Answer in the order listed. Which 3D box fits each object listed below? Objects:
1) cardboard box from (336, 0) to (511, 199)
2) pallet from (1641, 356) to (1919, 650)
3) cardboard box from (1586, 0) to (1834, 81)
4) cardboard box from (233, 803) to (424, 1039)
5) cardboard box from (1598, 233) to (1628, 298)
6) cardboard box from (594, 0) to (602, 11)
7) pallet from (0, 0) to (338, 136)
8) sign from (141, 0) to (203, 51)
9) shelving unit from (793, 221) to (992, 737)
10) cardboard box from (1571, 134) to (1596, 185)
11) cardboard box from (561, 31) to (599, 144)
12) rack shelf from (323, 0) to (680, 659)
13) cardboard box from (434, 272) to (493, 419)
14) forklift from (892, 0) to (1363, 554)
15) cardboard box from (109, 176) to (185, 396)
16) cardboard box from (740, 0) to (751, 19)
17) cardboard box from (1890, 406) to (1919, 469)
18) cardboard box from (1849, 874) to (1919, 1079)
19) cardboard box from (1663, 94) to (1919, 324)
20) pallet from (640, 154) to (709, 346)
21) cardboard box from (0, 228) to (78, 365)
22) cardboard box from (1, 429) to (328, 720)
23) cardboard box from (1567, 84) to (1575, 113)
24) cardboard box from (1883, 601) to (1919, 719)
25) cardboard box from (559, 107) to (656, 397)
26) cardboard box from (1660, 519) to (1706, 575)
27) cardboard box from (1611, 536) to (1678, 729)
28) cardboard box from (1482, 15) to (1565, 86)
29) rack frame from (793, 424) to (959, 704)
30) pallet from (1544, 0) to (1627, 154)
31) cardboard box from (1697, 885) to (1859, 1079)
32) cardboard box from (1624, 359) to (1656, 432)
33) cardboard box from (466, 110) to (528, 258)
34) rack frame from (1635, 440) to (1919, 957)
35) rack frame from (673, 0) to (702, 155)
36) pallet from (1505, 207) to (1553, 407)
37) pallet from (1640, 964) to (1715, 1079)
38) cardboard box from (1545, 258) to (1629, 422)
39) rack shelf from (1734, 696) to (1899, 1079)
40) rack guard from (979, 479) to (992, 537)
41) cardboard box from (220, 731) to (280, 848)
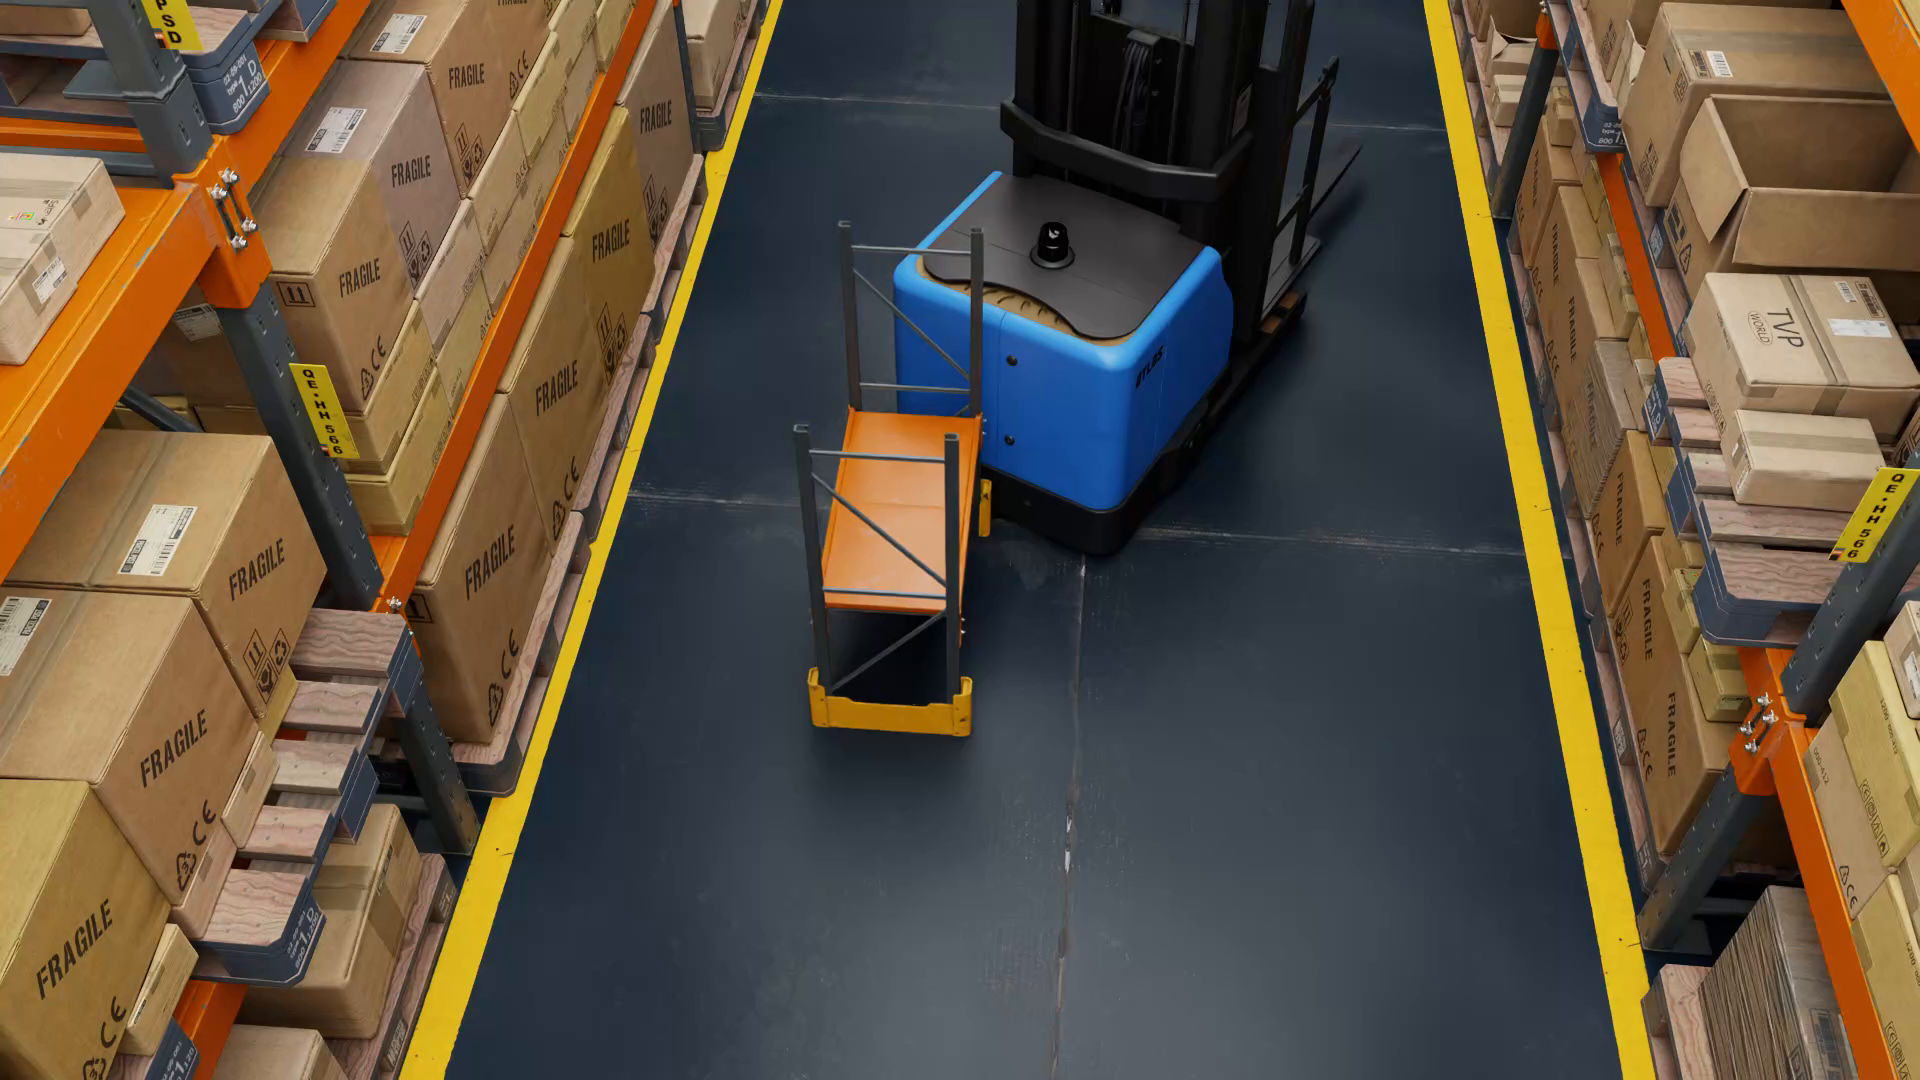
[{"bbox_3d":[-1.794,-1.456,5.303,0.500,0.500,0.500,5,48,5],"label":"cardboard box"},{"bbox_3d":[2.754,-0.101,4.940,1.213,0.211,1.003,4,48,4],"label":"pallet"},{"bbox_3d":[2.813,-2.057,6.246,0.700,0.500,0.500,4,48,4],"label":"cardboard box"},{"bbox_3d":[-2.242,1.165,5.148,0.950,0.372,0.625,1,48,1],"label":"cardboard box"},{"bbox_3d":[2.798,-1.092,6.686,0.380,0.149,0.250,4,48,3],"label":"cardboard box"},{"bbox_3d":[-1.653,-2.344,6.624,0.500,0.250,0.500,5,48,4],"label":"cardboard box"},{"bbox_3d":[-2.175,-1.420,4.111,1.213,0.211,1.003,6,48,5],"label":"pallet"},{"bbox_3d":[-1.641,-1.143,3.380,0.100,0.325,0.005,4,48,4],"label":"sign"},{"bbox_3d":[-0.210,-0.199,5.916,0.587,1.500,1.083,4,48,3],"label":"shelving unit"},{"bbox_3d":[2.881,-1.665,7.210,0.380,0.149,0.250,3,48,2],"label":"cardboard box"},{"bbox_3d":[-1.719,-1.793,6.459,0.500,0.250,0.500,3,48,2],"label":"cardboard box"},{"bbox_3d":[-1.999,-1.221,6.322,1.077,0.370,4.000,4,48,4],"label":"rack shelf"},{"bbox_3d":[-1.857,-0.665,5.427,0.500,0.250,0.500,3,48,2],"label":"cardboard box"},{"bbox_3d":[0.929,-2.009,6.601,1.130,2.935,3.031,24,52,21],"label":"forklift"},{"bbox_3d":[-2.394,-0.763,4.670,0.500,0.500,0.500,3,48,2],"label":"cardboard box"},{"bbox_3d":[-1.571,-3.323,9.208,0.875,0.438,0.875,3,48,2],"label":"cardboard box"},{"bbox_3d":[2.965,-0.206,4.554,0.500,0.500,0.500,6,48,5],"label":"cardboard box"},{"bbox_3d":[2.428,1.066,3.844,0.500,0.250,0.500,3,48,3],"label":"cardboard box"},{"bbox_3d":[2.727,-1.052,5.325,0.797,0.503,0.637,3,48,3],"label":"cardboard box"},{"bbox_3d":[-1.812,-1.420,7.906,1.003,0.211,1.213,4,48,4],"label":"pallet"},{"bbox_3d":[-2.015,-0.493,3.306,0.380,0.149,0.250,4,48,4],"label":"cardboard box"},{"bbox_3d":[-1.946,0.083,4.088,0.500,0.500,0.500,3,48,2],"label":"cardboard box"},{"bbox_3d":[2.890,-1.970,7.287,0.380,0.149,0.250,3,48,3],"label":"cardboard box"},{"bbox_3d":[2.440,0.298,3.937,0.380,0.149,0.250,5,48,5],"label":"cardboard box"},{"bbox_3d":[-1.868,-1.233,7.000,0.875,0.875,0.875,5,48,5],"label":"cardboard box"},{"bbox_3d":[2.617,0.047,5.644,0.380,0.149,0.250,2,48,2],"label":"cardboard box"},{"bbox_3d":[2.643,0.346,5.810,0.500,0.500,0.500,3,48,3],"label":"cardboard box"},{"bbox_3d":[2.918,-2.513,8.584,0.396,0.266,0.258,5,48,5],"label":"cardboard box"},{"bbox_3d":[-0.253,0.181,5.568,0.500,1.500,0.032,4,48,3],"label":"rack frame"},{"bbox_3d":[2.945,-1.958,6.638,1.003,0.211,1.213,4,48,4],"label":"pallet"},{"bbox_3d":[2.692,1.454,4.712,0.875,0.625,0.625,5,48,5],"label":"cardboard box"},{"bbox_3d":[2.704,-0.533,6.174,0.380,0.149,0.250,2,48,2],"label":"cardboard box"},{"bbox_3d":[-1.783,-1.213,5.590,0.500,0.250,0.500,4,48,3],"label":"cardboard box"},{"bbox_3d":[2.762,0.337,4.409,1.000,3.000,0.127,4,48,4],"label":"rack frame"},{"bbox_3d":[-1.816,-2.934,7.400,1.000,3.000,0.127,4,48,4],"label":"rack frame"},{"bbox_3d":[3.090,-1.061,7.578,1.003,0.211,1.213,4,48,4],"label":"pallet"},{"bbox_3d":[2.649,1.880,4.887,1.003,0.211,1.213,4,48,4],"label":"pallet"},{"bbox_3d":[2.770,-0.802,6.860,0.500,0.500,0.500,3,48,2],"label":"cardboard box"},{"bbox_3d":[2.580,2.049,3.330,1.077,0.370,4.000,4,48,4],"label":"rack shelf"},{"bbox_3d":[-0.169,-0.144,6.712,0.587,0.250,0.087,4,48,3],"label":"rack guard"},{"bbox_3d":[-1.907,0.595,4.058,0.380,0.149,0.250,4,48,3],"label":"cardboard box"}]
